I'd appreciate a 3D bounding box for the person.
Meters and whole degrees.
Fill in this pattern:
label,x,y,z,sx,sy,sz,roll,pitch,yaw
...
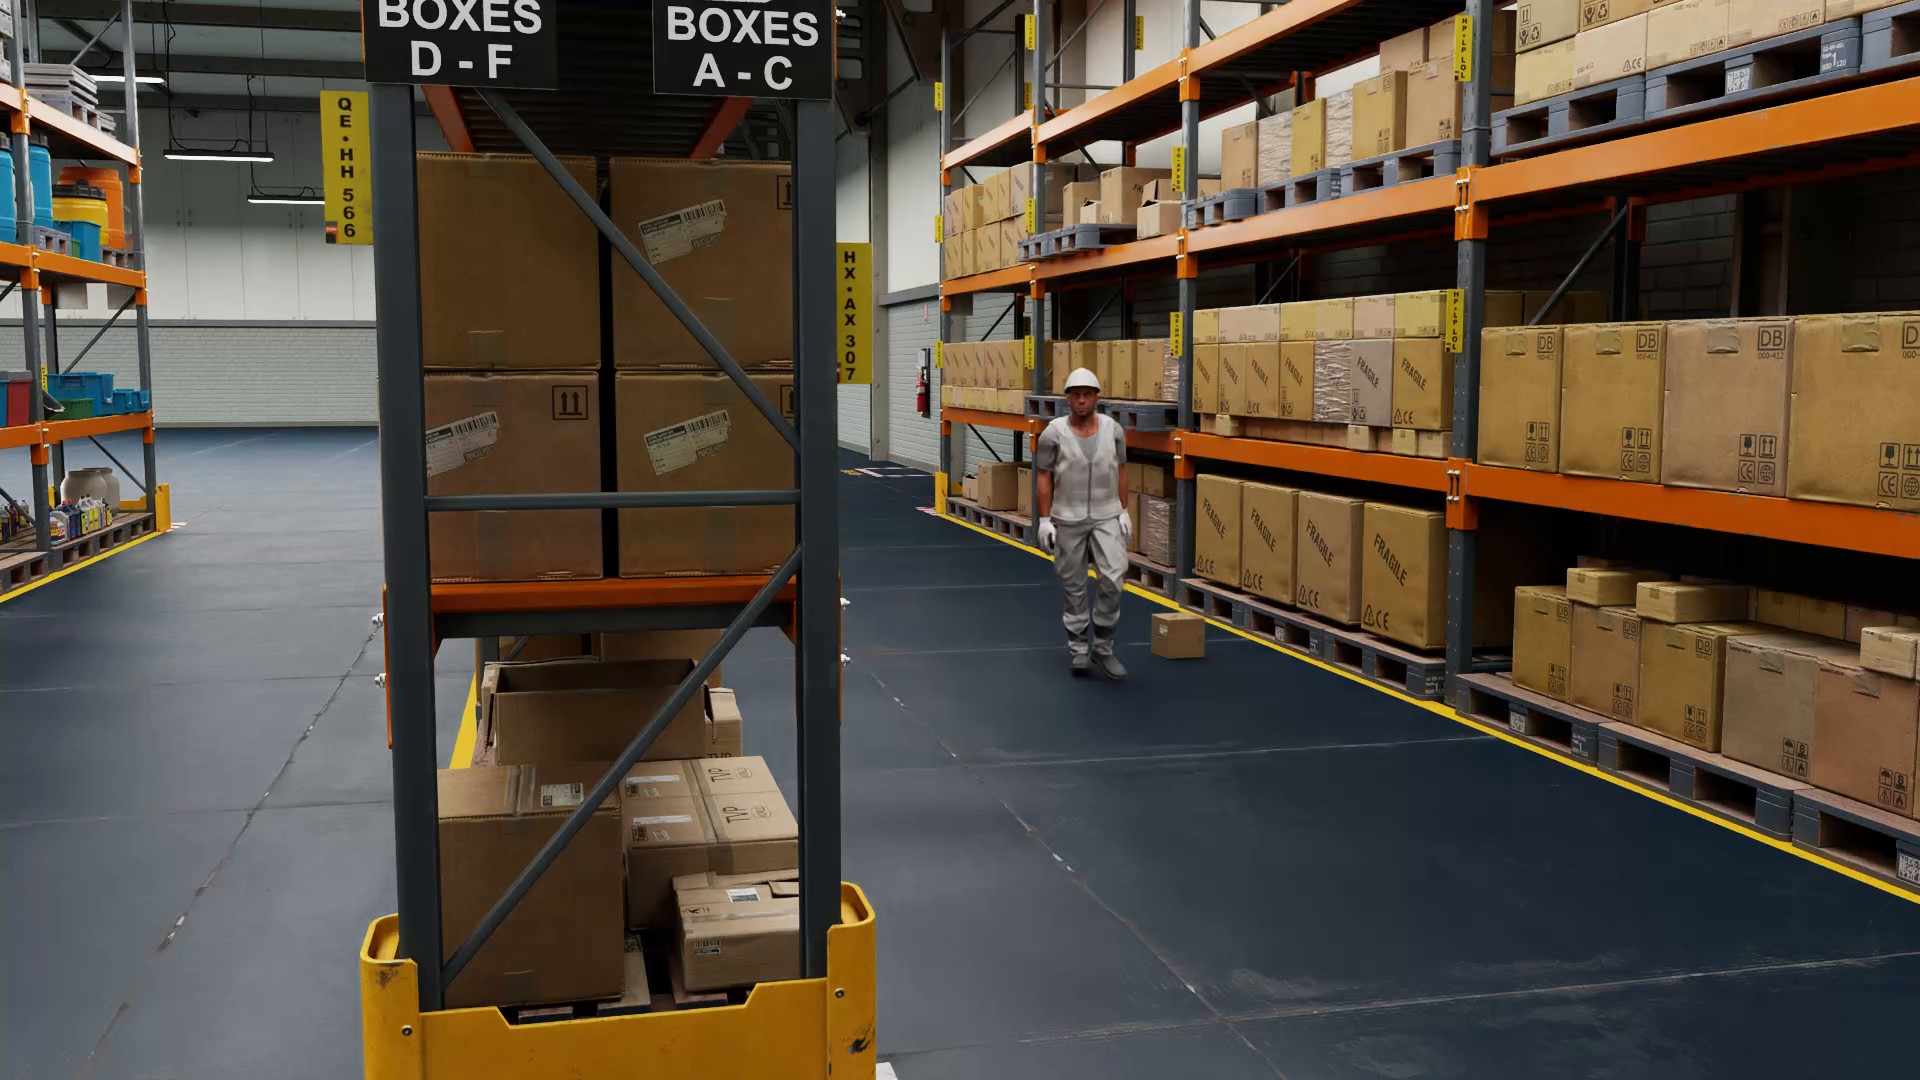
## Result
label,x,y,z,sx,sy,sz,roll,pitch,yaw
person,0.722,-0.097,9.601,0.579,1.782,0.538,0,6,-2
